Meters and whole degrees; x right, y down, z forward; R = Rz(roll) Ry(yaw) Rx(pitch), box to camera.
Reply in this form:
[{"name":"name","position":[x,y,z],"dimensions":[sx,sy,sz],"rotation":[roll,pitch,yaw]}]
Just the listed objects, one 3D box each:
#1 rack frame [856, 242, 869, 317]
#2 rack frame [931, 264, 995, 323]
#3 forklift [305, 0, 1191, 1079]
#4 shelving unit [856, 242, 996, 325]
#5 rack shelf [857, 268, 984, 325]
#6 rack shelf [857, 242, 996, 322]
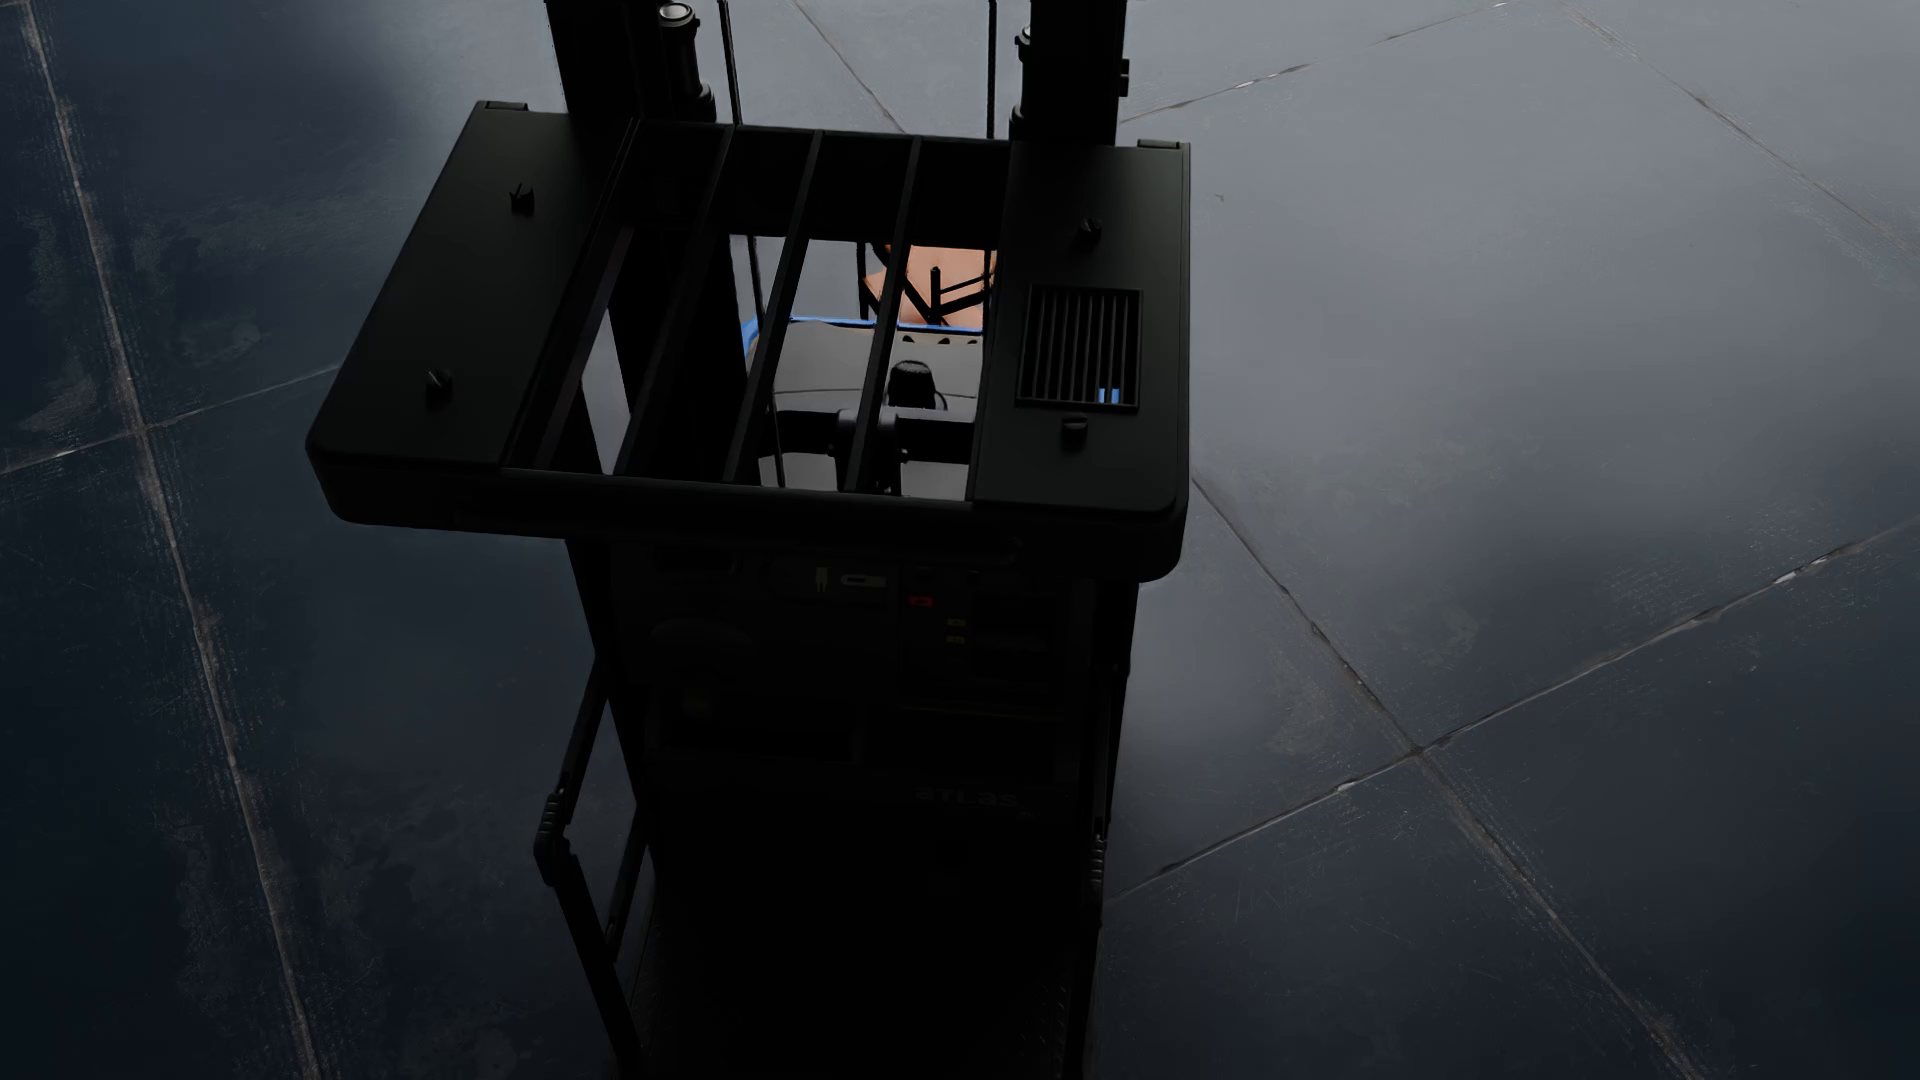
[{"name":"rack frame","position":[-0.187,-0.672,5.039],"dimensions":[0.240,1.200,0.015],"rotation":[-21,52,-17]},{"name":"rack frame","position":[0.036,-0.345,4.753],"dimensions":[0.240,1.200,0.015],"rotation":[-21,52,-17]},{"name":"forklift","position":[-0.227,0.276,3.061],"dimensions":[1.130,2.935,3.031],"rotation":[4,49,4]},{"name":"shelving unit","position":[-0.075,-0.508,4.896],"dimensions":[0.258,1.200,0.503],"rotation":[-21,52,-17]},{"name":"rack shelf","position":[-0.076,-0.611,4.778],"dimensions":[0.258,0.148,0.480],"rotation":[-21,52,-17]},{"name":"rack shelf","position":[-0.076,-0.766,4.600],"dimensions":[0.258,0.148,0.480],"rotation":[-21,52,-17]}]
